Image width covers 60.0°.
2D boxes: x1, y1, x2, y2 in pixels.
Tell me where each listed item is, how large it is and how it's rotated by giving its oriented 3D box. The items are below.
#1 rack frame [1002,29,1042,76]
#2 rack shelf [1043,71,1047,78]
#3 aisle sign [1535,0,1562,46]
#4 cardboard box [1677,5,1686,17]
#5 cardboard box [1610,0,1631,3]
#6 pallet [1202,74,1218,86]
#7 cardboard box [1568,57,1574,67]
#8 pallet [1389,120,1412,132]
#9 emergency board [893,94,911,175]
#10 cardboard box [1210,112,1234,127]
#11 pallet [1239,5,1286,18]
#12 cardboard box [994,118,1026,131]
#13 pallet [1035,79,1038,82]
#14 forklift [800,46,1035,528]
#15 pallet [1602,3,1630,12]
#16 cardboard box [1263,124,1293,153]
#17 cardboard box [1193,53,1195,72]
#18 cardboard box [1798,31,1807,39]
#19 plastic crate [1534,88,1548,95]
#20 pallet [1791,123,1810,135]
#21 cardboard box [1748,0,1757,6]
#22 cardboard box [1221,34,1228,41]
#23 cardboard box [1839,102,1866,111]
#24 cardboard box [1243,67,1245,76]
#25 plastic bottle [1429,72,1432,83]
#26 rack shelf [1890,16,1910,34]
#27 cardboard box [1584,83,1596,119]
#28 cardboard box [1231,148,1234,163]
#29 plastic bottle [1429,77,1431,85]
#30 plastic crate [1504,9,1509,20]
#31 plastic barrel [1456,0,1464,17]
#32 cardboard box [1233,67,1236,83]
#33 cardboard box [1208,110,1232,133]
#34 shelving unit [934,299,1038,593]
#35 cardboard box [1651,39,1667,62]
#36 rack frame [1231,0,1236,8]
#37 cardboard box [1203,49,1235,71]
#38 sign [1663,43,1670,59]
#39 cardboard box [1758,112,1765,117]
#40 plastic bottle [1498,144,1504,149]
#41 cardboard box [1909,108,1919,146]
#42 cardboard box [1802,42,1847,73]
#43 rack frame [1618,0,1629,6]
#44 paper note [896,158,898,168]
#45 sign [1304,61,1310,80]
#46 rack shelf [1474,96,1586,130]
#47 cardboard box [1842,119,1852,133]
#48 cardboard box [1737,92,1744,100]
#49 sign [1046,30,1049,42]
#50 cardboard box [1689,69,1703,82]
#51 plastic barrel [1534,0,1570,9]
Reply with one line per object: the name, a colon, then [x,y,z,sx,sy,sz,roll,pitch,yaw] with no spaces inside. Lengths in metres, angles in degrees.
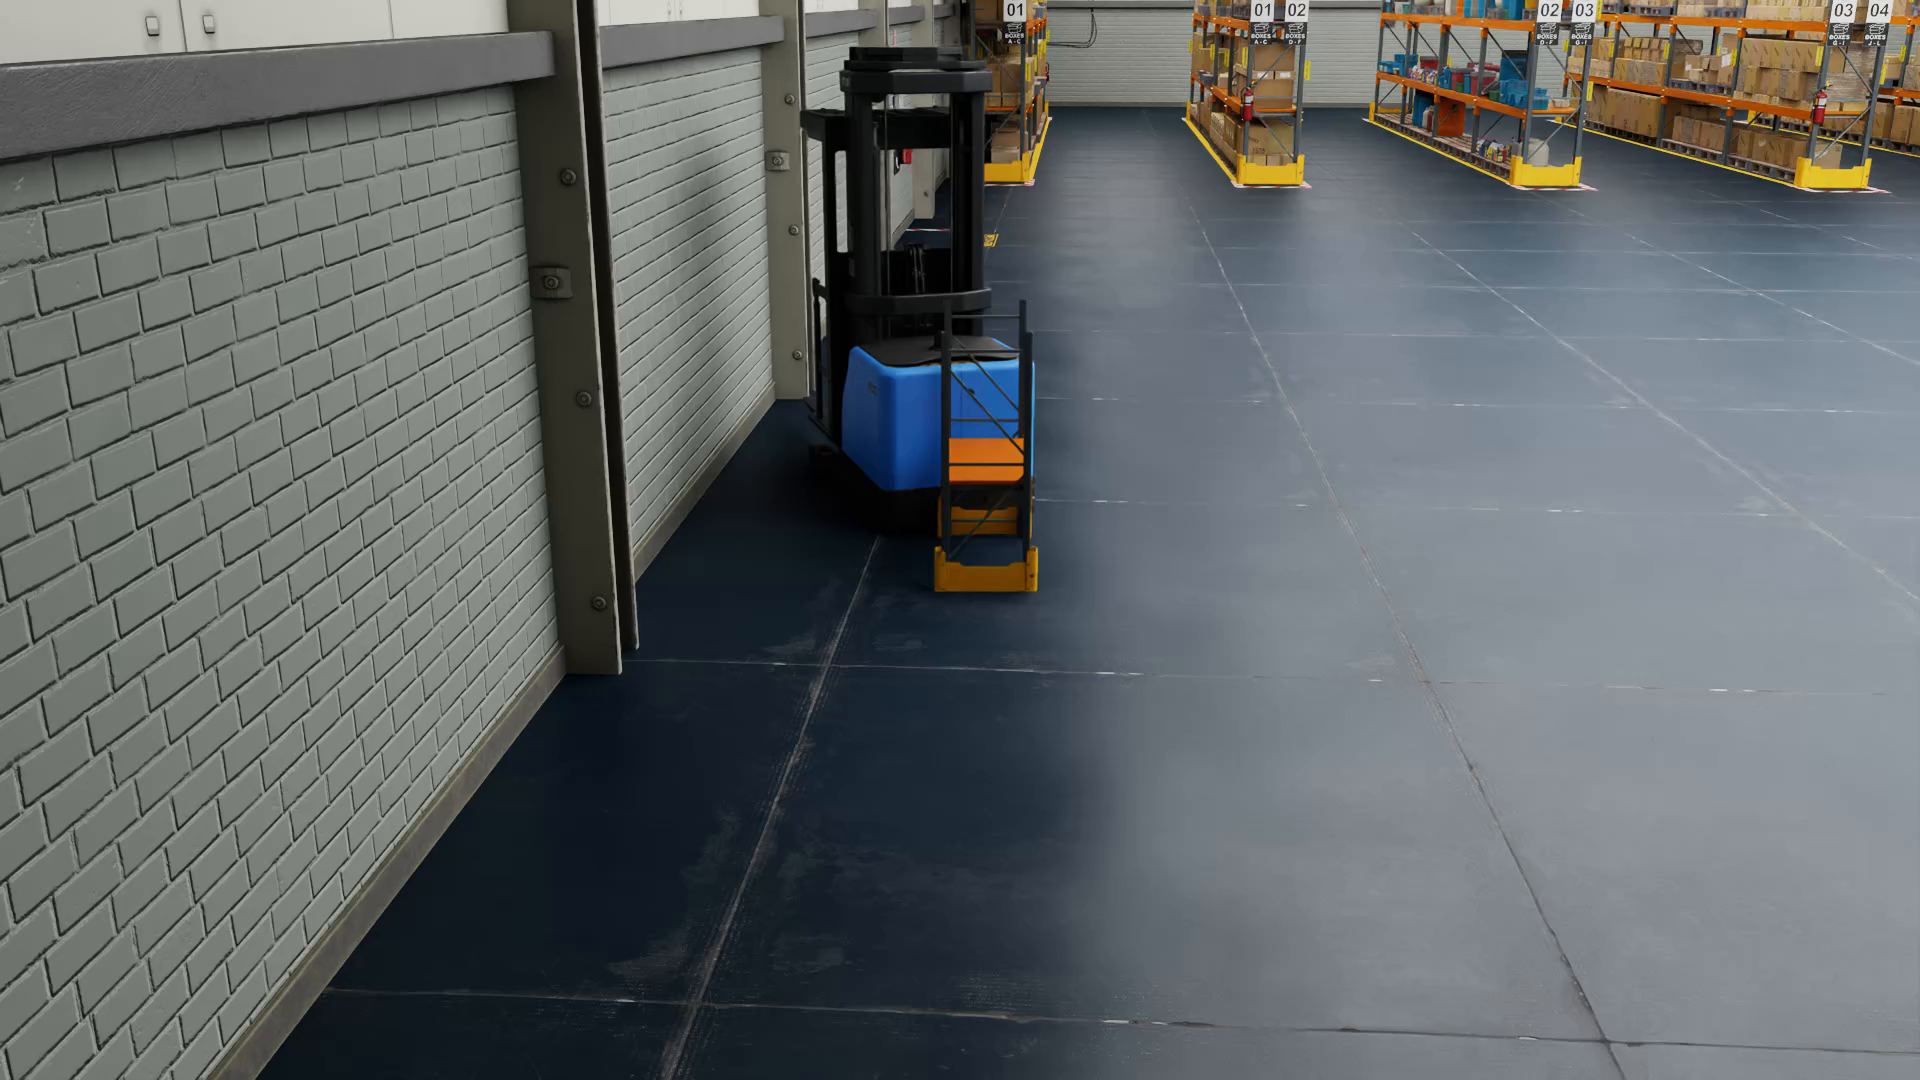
rack frame: [1.541,-11.758,41.488,1.000,3.000,0.127,1,18,4]
rack shelf: [1.685,-12.037,43.496,1.077,0.370,4.000,1,18,4]
aisle sign: [10.261,-9.029,28.987,0.394,0.787,0.004,1,18,4]
cardboard box: [15.789,-11.398,35.813,0.500,0.250,0.500,2,18,5]
cardboard box: [16.359,-13.390,40.658,0.700,0.500,0.500,0,18,1]
pallet: [6.174,-10.527,38.040,1.213,0.211,1.003,1,18,4]
cardboard box: [16.346,-12.595,43.808,0.500,0.250,0.500,1,18,2]
pallet: [11.437,-10.441,41.947,1.003,0.211,1.213,1,18,4]
emergency board: [-0.777,-5.637,22.810,0.194,1.169,0.643,1,18,4]
cardboard box: [5.865,-9.409,37.162,0.500,0.311,0.500,2,18,6]
pallet: [5.784,-9.904,31.155,1.003,0.211,1.213,1,18,4]
cardboard box: [1.068,-8.842,35.899,0.700,0.500,0.500,1,18,5]
pallet: [1.153,-9.809,35.848,1.003,0.211,1.213,1,18,4]
forklift: [-0.453,-1.892,11.489,1.130,2.935,3.031,-6,19,-17]
pallet: [16.432,-13.063,40.798,1.003,0.211,1.213,1,18,4]
cardboard box: [5.916,-7.488,30.994,0.500,0.500,0.500,1,18,4]
cardboard box: [6.443,-12.646,44.038,0.500,0.500,0.500,1,18,3]
cardboard box: [21.150,-12.419,41.263,0.500,0.500,0.500,2,18,5]
plastic crate: [11.041,-8.631,32.186,0.499,0.251,0.616,1,18,4]
pallet: [21.316,-10.168,41.116,1.003,0.211,1.213,1,18,4]
cardboard box: [15.459,-10.391,32.101,0.380,0.149,0.250,1,18,2]
cardboard box: [6.833,-12.471,41.900,0.500,0.500,0.500,1,18,2]
cardboard box: [15.761,-7.663,29.395,0.380,0.149,0.250,1,18,4]
cardboard box: [5.569,-8.882,31.509,0.380,0.149,0.250,1,18,3]
plastic bottle: [10.810,-10.596,38.151,0.097,0.271,0.097,0,18,0]
rack shelf: [21.160,-11.746,37.792,1.077,0.370,4.000,1,18,4]
cardboard box: [16.618,-11.375,43.058,0.875,0.875,0.875,1,18,4]
cardboard box: [5.424,-7.298,31.620,0.500,0.250,0.500,1,18,4]
plastic bottle: [10.804,-10.533,38.069,0.097,0.201,0.097,0,18,0]
plastic crate: [10.465,-9.893,31.320,0.336,0.188,0.450,1,18,4]
plastic barrel: [10.814,-11.470,35.105,0.600,0.830,0.708,1,18,4]
cardboard box: [6.054,-9.768,35.257,0.500,0.500,0.500,1,18,4]
cardboard box: [6.029,-9.723,38.586,0.500,0.500,0.500,2,18,6]
shelving unit: [0.150,-0.580,9.783,0.587,1.500,1.083,0,18,0]
cardboard box: [16.194,-11.137,37.822,0.797,0.503,0.637,2,18,5]
rack frame: [5.909,-12.014,32.638,1.000,3.000,0.127,1,18,4]
cardboard box: [6.239,-11.538,39.984,0.700,0.500,0.500,4,19,13]
sign: [15.522,-10.745,36.539,0.100,0.325,0.005,1,18,4]
cardboard box: [21.233,-11.215,43.738,0.380,0.149,0.250,2,18,5]
plastic bottle: [10.483,-7.539,32.281,0.152,0.276,0.135,1,18,4]
cardboard box: [20.824,-8.713,35.136,1.050,0.750,0.750,2,18,5]
cardboard box: [15.296,-8.539,29.423,0.500,0.500,0.500,1,18,4]
rack frame: [16.363,-14.277,39.542,1.000,3.000,0.127,1,18,4]
paper note: [-0.858,-5.165,22.784,0.016,0.148,0.142,1,18,4]
sign: [6.175,-8.356,29.590,0.100,0.325,0.005,1,18,4]
rack shelf: [10.706,-8.089,31.447,1.077,0.370,4.000,1,18,4]
cardboard box: [20.925,-9.745,38.685,0.500,0.500,0.500,2,18,5]
cardboard box: [15.443,-8.685,32.513,0.380,0.149,0.250,1,18,4]
sign: [2.368,-13.646,45.012,0.100,0.325,0.005,1,18,4]
cardboard box: [15.727,-9.797,35.070,0.500,0.250,0.500,1,18,2]
plastic barrel: [10.471,-9.792,29.309,0.600,0.830,0.708,1,18,4]
